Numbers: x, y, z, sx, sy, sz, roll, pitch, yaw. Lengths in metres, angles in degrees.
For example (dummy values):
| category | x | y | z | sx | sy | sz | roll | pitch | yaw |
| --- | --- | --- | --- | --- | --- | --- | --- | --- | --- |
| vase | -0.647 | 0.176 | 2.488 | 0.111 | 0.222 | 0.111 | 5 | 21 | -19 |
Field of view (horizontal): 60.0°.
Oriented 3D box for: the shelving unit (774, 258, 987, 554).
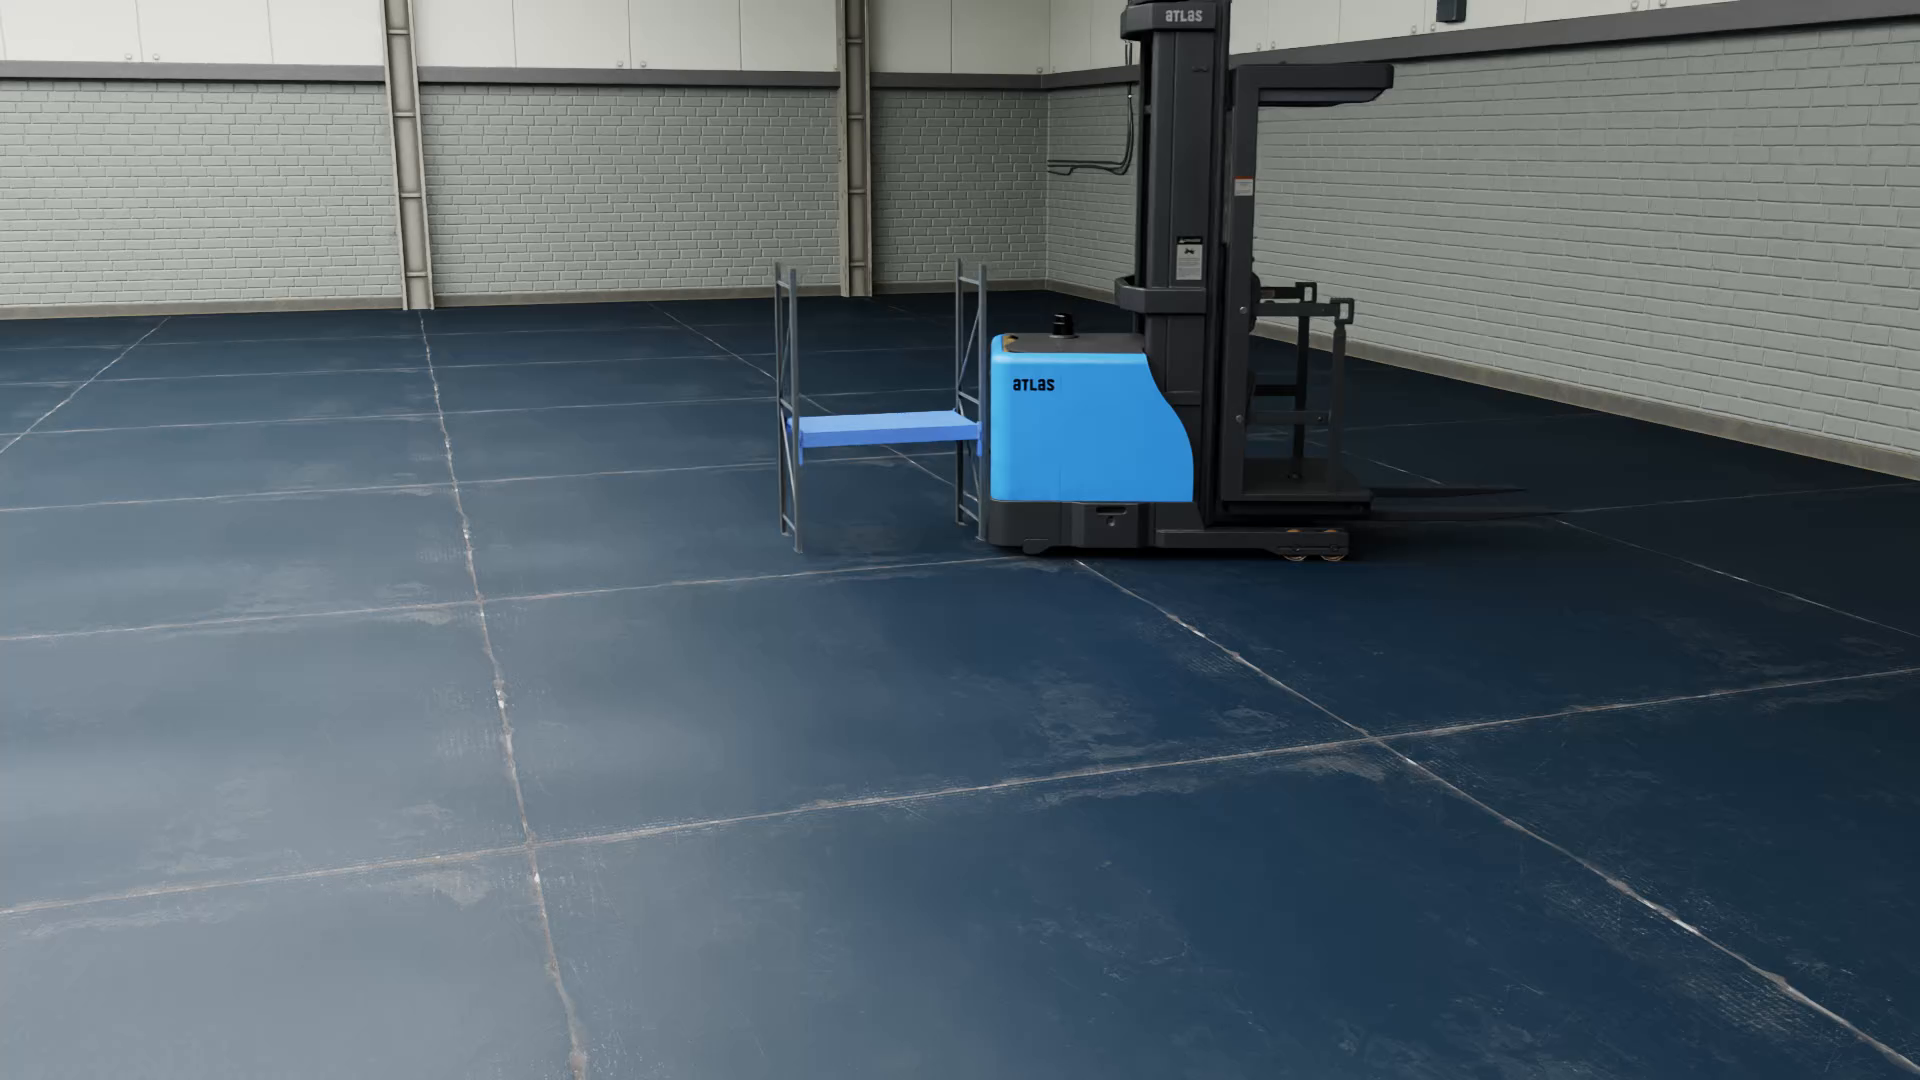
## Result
| category | x | y | z | sx | sy | sz | roll | pitch | yaw |
| --- | --- | --- | --- | --- | --- | --- | --- | --- | --- |
| shelving unit | -0.431 | -0.745 | 9.032 | 1.048 | 1.500 | 0.538 | -4 | 14 | -15 |

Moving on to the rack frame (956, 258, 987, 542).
| category | x | y | z | sx | sy | sz | roll | pitch | yaw |
| --- | --- | --- | --- | --- | --- | --- | --- | --- | --- |
| rack frame | 0.058 | -0.777 | 9.166 | 0.032 | 1.500 | 0.500 | -4 | 14 | -15 |

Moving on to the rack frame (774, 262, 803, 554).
| category | x | y | z | sx | sy | sz | roll | pitch | yaw |
| --- | --- | --- | --- | --- | --- | --- | --- | --- | --- |
| rack frame | -0.920 | -0.713 | 8.897 | 0.032 | 1.500 | 0.500 | -4 | 14 | -15 |

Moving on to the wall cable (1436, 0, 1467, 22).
| category | x | y | z | sx | sy | sz | roll | pitch | yaw |
| --- | --- | --- | --- | --- | --- | --- | --- | --- | --- |
| wall cable | 4.737 | -7.389 | 13.411 | 0.169 | 6.003 | 2.305 | -4 | 14 | -18 |

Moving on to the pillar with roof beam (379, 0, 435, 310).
| category | x | y | z | sx | sy | sz | roll | pitch | yaw |
| --- | --- | --- | --- | --- | --- | --- | --- | --- | --- |
| pillar with roof beam | -5.803 | -6.503 | 17.037 | 0.400 | 9.000 | 9.100 | -4 | 14 | -18 |

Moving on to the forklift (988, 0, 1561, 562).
| category | x | y | z | sx | sy | sz | roll | pitch | yaw |
| --- | --- | --- | --- | --- | --- | --- | --- | --- | --- |
| forklift | 1.672 | -1.438 | 8.855 | 3.031 | 2.935 | 1.130 | 0 | 13 | 1 |

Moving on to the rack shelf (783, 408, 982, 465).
| category | x | y | z | sx | sy | sz | roll | pitch | yaw |
| --- | --- | --- | --- | --- | --- | --- | --- | --- | --- |
| rack shelf | -0.431 | -0.570 | 9.074 | 1.000 | 0.185 | 0.538 | -4 | 14 | -15 |

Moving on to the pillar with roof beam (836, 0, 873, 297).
| category | x | y | z | sx | sy | sz | roll | pitch | yaw |
| --- | --- | --- | --- | --- | --- | --- | --- | --- | --- |
| pillar with roof beam | -0.116 | -6.946 | 18.898 | 0.400 | 9.000 | 9.100 | -4 | 14 | -18 |

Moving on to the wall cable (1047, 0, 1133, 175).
| category | x | y | z | sx | sy | sz | roll | pitch | yaw |
| --- | --- | --- | --- | --- | --- | --- | --- | --- | --- |
| wall cable | 1.725 | -6.307 | 22.922 | 0.112 | 2.526 | 3.097 | -4 | 14 | -18 |
